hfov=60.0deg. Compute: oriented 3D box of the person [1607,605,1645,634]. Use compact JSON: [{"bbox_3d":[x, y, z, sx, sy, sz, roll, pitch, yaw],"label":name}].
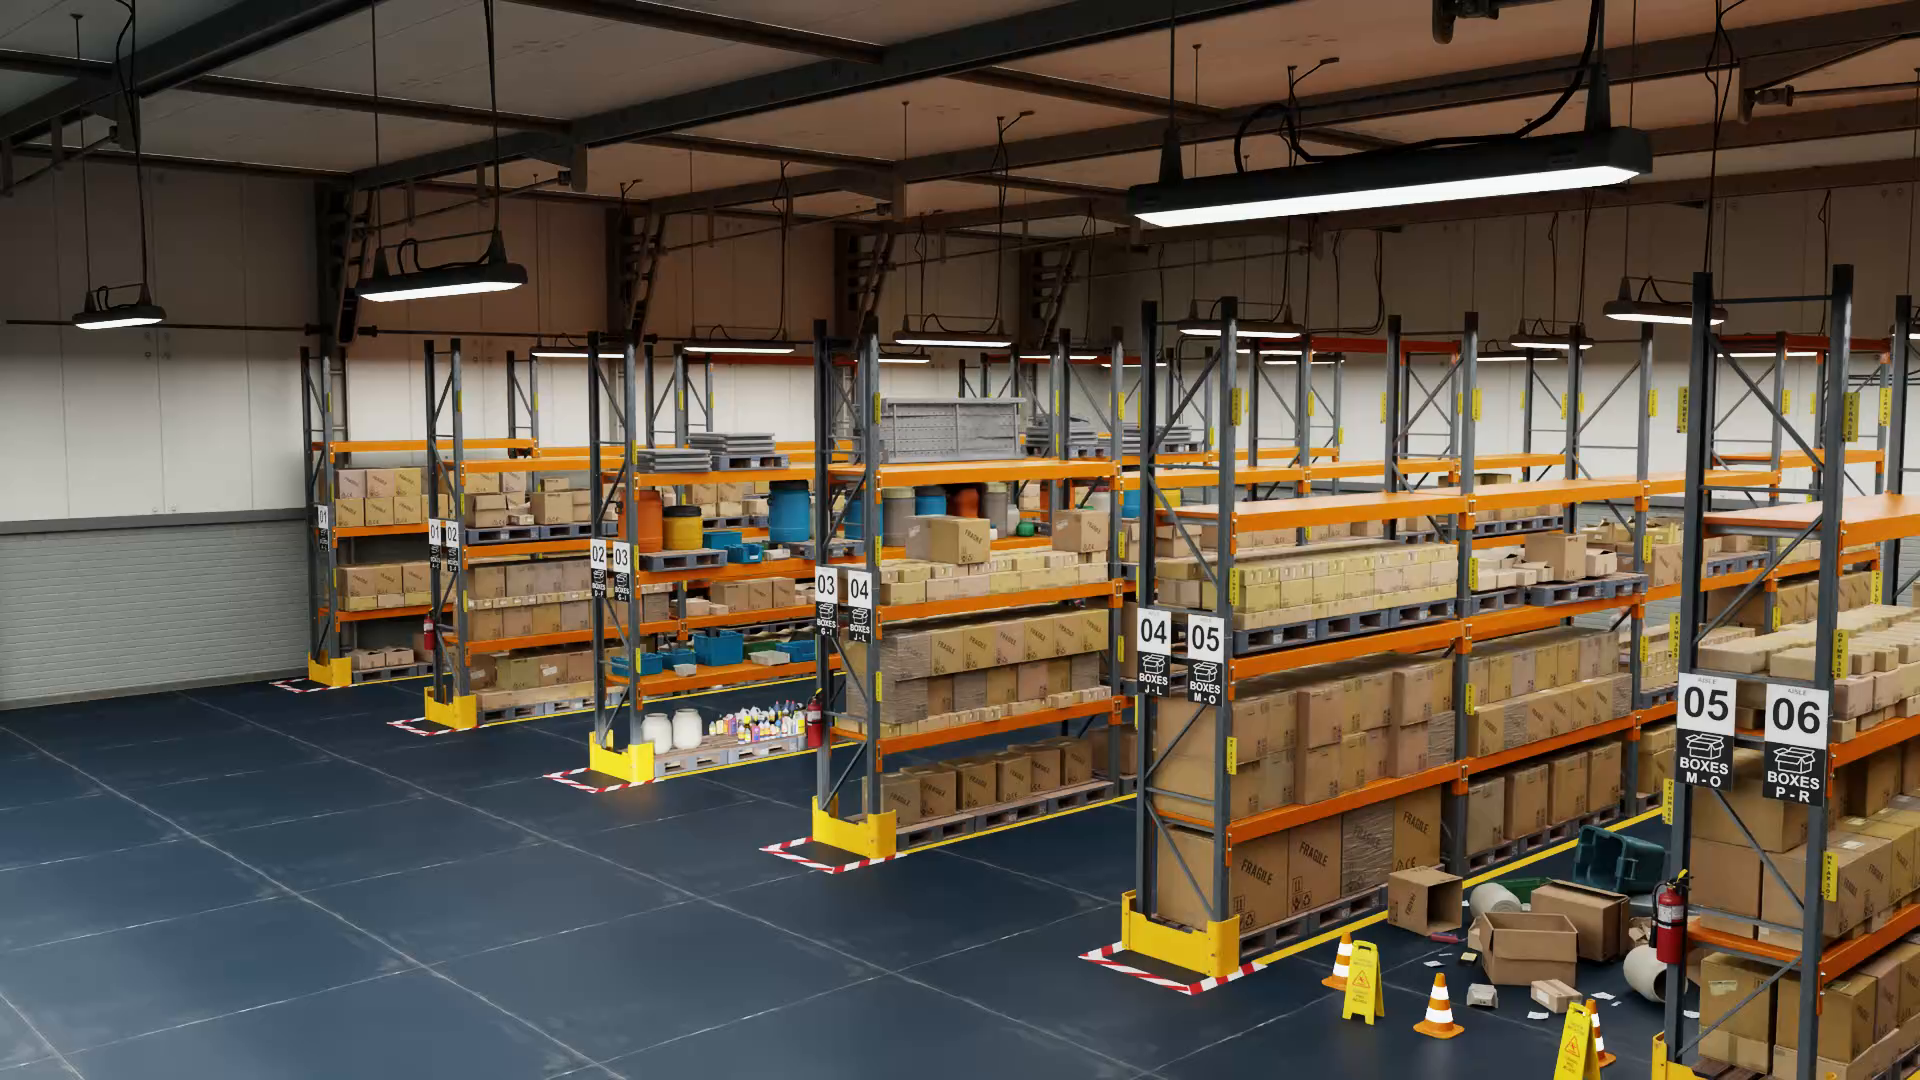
[{"bbox_3d":[11.354,1.836,28.411,0.575,1.689,0.783,4,6,35],"label":"person"}]
